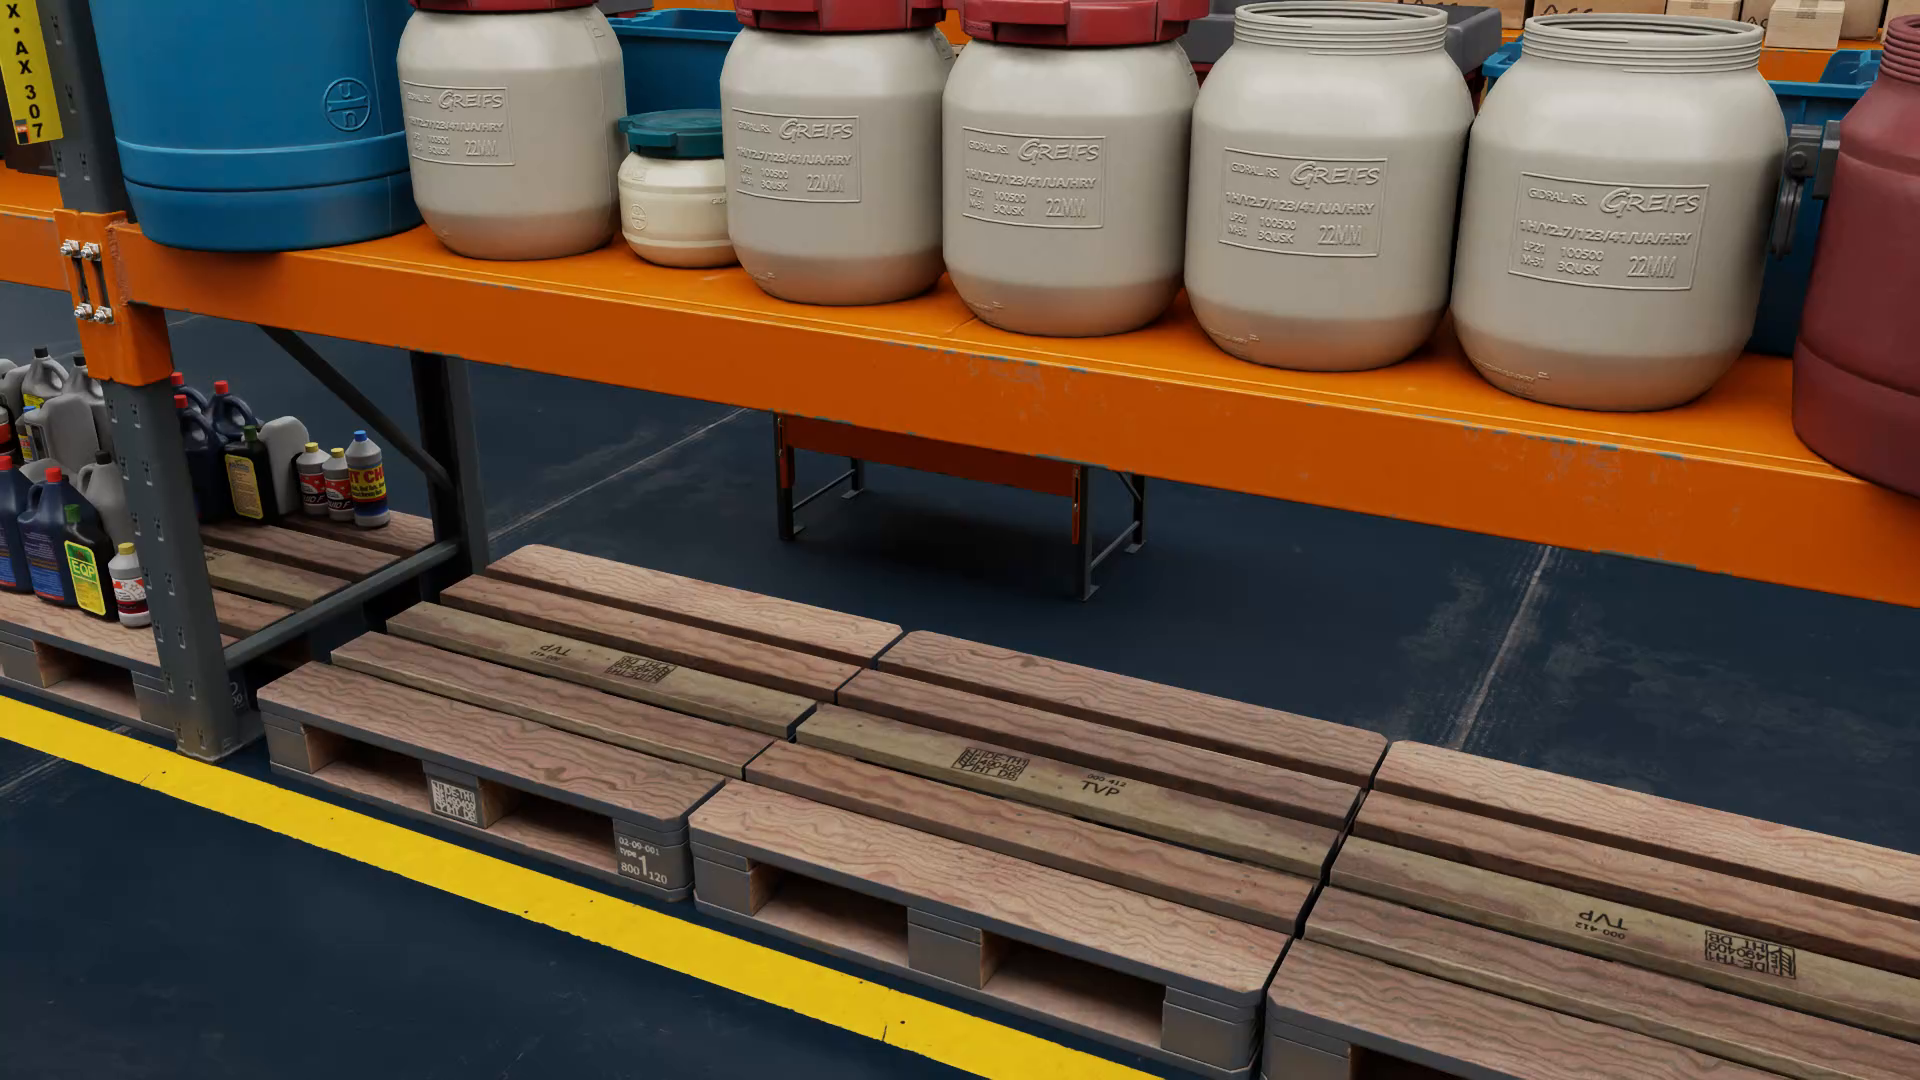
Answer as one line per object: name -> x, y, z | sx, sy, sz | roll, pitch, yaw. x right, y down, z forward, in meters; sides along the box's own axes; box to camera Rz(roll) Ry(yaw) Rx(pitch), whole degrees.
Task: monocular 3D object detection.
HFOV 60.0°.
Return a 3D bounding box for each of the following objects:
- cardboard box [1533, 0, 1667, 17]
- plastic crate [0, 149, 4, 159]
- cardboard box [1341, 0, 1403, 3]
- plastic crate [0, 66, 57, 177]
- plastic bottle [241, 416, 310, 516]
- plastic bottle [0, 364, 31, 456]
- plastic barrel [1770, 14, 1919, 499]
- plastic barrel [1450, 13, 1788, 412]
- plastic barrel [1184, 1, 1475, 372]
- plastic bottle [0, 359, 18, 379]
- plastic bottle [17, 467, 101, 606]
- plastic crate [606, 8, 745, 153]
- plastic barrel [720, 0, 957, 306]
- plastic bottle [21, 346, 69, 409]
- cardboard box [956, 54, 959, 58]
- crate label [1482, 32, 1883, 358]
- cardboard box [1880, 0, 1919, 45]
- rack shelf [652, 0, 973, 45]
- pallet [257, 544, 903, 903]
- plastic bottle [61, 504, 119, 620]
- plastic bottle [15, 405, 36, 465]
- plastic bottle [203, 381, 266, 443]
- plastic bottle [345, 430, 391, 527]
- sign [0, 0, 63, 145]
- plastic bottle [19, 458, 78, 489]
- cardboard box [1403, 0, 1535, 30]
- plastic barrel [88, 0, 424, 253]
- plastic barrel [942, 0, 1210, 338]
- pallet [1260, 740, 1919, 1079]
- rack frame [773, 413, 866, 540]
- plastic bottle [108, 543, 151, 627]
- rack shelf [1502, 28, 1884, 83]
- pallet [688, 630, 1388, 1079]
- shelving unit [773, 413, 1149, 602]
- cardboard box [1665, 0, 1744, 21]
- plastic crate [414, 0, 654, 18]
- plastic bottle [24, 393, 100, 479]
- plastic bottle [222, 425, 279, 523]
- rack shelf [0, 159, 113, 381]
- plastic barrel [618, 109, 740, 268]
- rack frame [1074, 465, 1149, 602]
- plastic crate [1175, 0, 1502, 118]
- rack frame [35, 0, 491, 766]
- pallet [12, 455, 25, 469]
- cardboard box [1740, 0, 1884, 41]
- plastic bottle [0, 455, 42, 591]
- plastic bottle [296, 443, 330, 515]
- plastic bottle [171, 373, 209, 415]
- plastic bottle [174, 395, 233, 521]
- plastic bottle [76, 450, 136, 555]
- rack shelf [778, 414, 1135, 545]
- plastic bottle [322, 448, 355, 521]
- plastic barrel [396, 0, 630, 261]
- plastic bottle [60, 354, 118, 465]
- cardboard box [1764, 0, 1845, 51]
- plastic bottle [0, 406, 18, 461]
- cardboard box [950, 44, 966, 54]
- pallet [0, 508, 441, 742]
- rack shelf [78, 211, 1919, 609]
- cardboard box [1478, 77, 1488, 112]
cardboard box -> 2.689, -2.384, 6.895 | 0.500, 0.500, 0.500 | 10, 25, 22
plastic crate -> -2.724, -1.056, 4.091 | 0.616, 0.251, 0.499 | 11, 25, 25
cardboard box -> 1.772, -2.565, 7.321 | 0.500, 0.500, 0.500 | 13, 26, 28
plastic crate -> -2.024, -1.133, 4.160 | 0.504, 0.338, 0.767 | 11, 25, 25
plastic bottle -> -2.002, -0.230, 4.877 | 0.135, 0.276, 0.152 | 12, 26, 26
plastic bottle -> -3.011, -0.430, 5.346 | 0.135, 0.276, 0.152 | 10, 25, 23
plastic barrel -> 1.405, -0.357, 2.082 | 0.708, 0.536, 0.600 | 11, 25, 25
plastic barrel -> 0.941, -0.476, 2.395 | 0.421, 0.512, 0.421 | 0, 23, 0
plastic barrel -> 0.565, -0.551, 2.570 | 0.421, 0.512, 0.421 | 0, 23, 0
plastic bottle -> -3.134, -0.454, 5.404 | 0.135, 0.276, 0.152 | 11, 26, 25
plastic bottle -> -2.319, -0.021, 4.289 | 0.185, 0.351, 0.144 | 10, 25, 23
plastic crate -> -0.489, -0.931, 3.626 | 0.575, 0.384, 0.392 | 11, 25, 25
plastic barrel -> -0.204, -0.712, 2.917 | 0.433, 0.535, 0.433 | 0, 23, 0
plastic bottle -> -2.861, -0.436, 5.266 | 0.185, 0.351, 0.144 | 12, 26, 27
cardboard box -> -0.098, -2.303, 8.852 | 0.500, 0.500, 0.500 | 11, 25, 25
crate label -> 1.191, -0.604, 2.793 | 0.616, 0.435, 0.502 | 11, 25, 25
cardboard box -> 3.889, -2.086, 6.436 | 0.500, 0.311, 0.500 | 13, 26, 28
rack shelf -> -1.161, -2.776, 8.863 | 4.000, 0.370, 1.077 | 11, 25, 25
pallet -> -0.896, 0.384, 4.077 | 1.213, 0.211, 1.003 | 11, 25, 25
plastic bottle -> -2.192, 0.054, 4.200 | 0.133, 0.283, 0.061 | 13, 26, 27
plastic bottle -> -2.876, -0.318, 5.178 | 0.097, 0.201, 0.097 | 0, 23, 0
plastic bottle -> -2.147, -0.295, 4.934 | 0.185, 0.351, 0.144 | 12, 26, 26
plastic bottle -> -1.701, -0.181, 4.766 | 0.097, 0.271, 0.097 | 0, 23, 0
sign -> -1.872, -0.961, 3.324 | 0.005, 0.325, 0.100 | 11, 25, 25
plastic bottle -> -2.446, -0.076, 4.515 | 0.135, 0.276, 0.152 | 11, 25, 25
cardboard box -> 2.219, -2.477, 7.113 | 0.500, 0.500, 0.500 | 11, 25, 25
plastic barrel -> -1.406, -1.081, 3.318 | 0.708, 0.901, 0.600 | 11, 25, 25
plastic barrel -> 0.182, -0.635, 2.737 | 0.433, 0.535, 0.433 | 0, 23, 0
pallet -> 1.282, 0.815, 3.064 | 1.213, 0.211, 1.003 | 11, 25, 25
rack frame -> -0.448, -0.606, 5.238 | 0.032, 1.125, 0.500 | 11, 25, 25
plastic bottle -> -2.078, 0.106, 4.182 | 0.097, 0.201, 0.097 | 0, 23, 0
rack shelf -> 2.409, -2.069, 7.202 | 4.000, 0.370, 1.077 | 11, 25, 25
pallet -> 0.197, 0.599, 3.572 | 1.213, 0.211, 1.003 | 11, 25, 25
shelving unit -> 0.006, -0.516, 5.027 | 1.048, 1.125, 0.538 | 11, 25, 25
cardboard box -> 3.030, -2.137, 6.764 | 0.250, 0.149, 0.380 | 13, 26, 28
plastic crate -> -1.044, -1.075, 3.863 | 0.583, 0.464, 0.402 | 11, 25, 25
plastic bottle -> -2.739, -0.313, 5.071 | 0.135, 0.276, 0.152 | 11, 25, 25
plastic bottle -> -2.049, -0.196, 4.788 | 0.133, 0.283, 0.061 | 11, 25, 25
rack shelf -> -3.399, -1.046, 4.797 | 4.000, 0.370, 1.077 | 11, 25, 25
plastic barrel -> -0.502, -0.673, 3.177 | 0.301, 0.262, 0.301 | 0, 23, 0
rack frame -> 0.460, -0.427, 4.816 | 0.032, 1.125, 0.500 | 11, 25, 25
plastic crate -> 0.652, -0.740, 3.075 | 0.583, 0.464, 0.402 | 11, 25, 25
rack frame -> -1.614, -1.024, 3.826 | 0.127, 3.000, 1.000 | 11, 25, 25
pallet -> -3.287, -0.089, 5.190 | 1.213, 0.211, 1.003 | 11, 25, 25
cardboard box -> 3.483, -2.232, 6.779 | 0.500, 0.311, 0.500 | 11, 25, 24
plastic bottle -> -2.490, -0.055, 4.368 | 0.185, 0.351, 0.144 | 10, 25, 22
plastic bottle -> -1.882, -0.184, 4.864 | 0.097, 0.201, 0.097 | 0, 23, 0
plastic bottle -> -2.316, -0.329, 5.012 | 0.185, 0.351, 0.144 | 10, 25, 22
plastic bottle -> -2.212, -0.245, 4.816 | 0.185, 0.351, 0.144 | 11, 25, 25
plastic bottle -> -2.254, -0.071, 4.407 | 0.185, 0.351, 0.144 | 11, 25, 25
rack shelf -> 0.006, -0.291, 5.123 | 1.000, 0.278, 0.538 | 11, 25, 25
plastic bottle -> -1.791, -0.166, 4.822 | 0.097, 0.201, 0.097 | 0, 23, 0
plastic barrel -> -0.859, -0.841, 3.222 | 0.433, 0.535, 0.433 | 0, 23, 0
plastic bottle -> -2.695, -0.404, 5.189 | 0.185, 0.351, 0.144 | 11, 25, 24
cardboard box -> 3.267, -1.994, 6.427 | 0.250, 0.149, 0.380 | 11, 25, 25
plastic bottle -> -3.050, -0.349, 5.251 | 0.097, 0.201, 0.097 | 0, 23, 0
cardboard box -> -0.137, -4.002, 13.702 | 0.500, 0.311, 0.500 | 8, 24, 19
pallet -> -2.195, 0.126, 4.684 | 1.213, 0.211, 1.003 | 11, 25, 25
rack shelf -> 0.171, -0.340, 3.136 | 4.000, 0.370, 1.077 | 11, 25, 25
cardboard box -> 4.004, -3.339, 11.900 | 0.500, 0.500, 0.700 | 11, 25, 24
